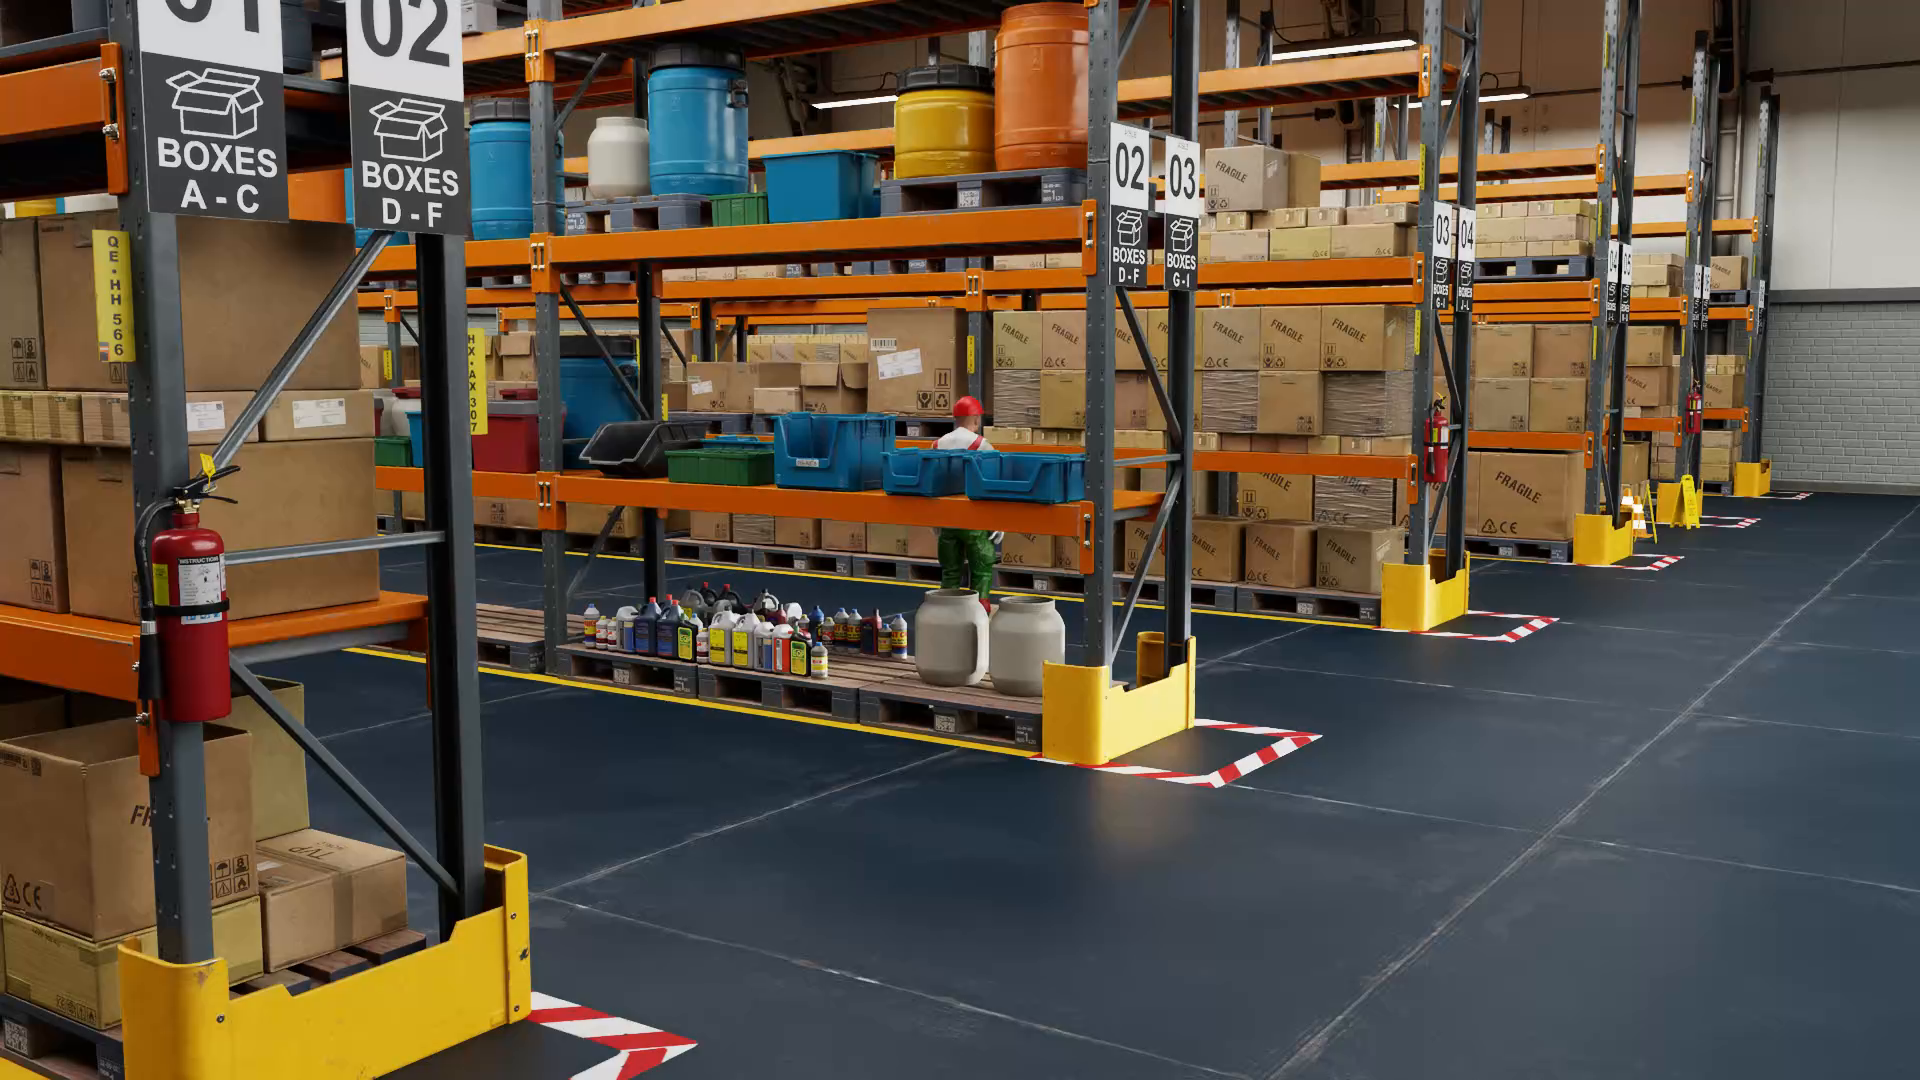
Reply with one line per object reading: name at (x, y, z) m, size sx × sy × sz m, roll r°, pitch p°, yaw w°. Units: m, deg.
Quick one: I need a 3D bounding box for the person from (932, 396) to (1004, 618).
person at (0.043, -0.131, 11.848) m, size 0.609 × 1.780 × 0.448 m, roll 4°, pitch 7°, yaw 34°
